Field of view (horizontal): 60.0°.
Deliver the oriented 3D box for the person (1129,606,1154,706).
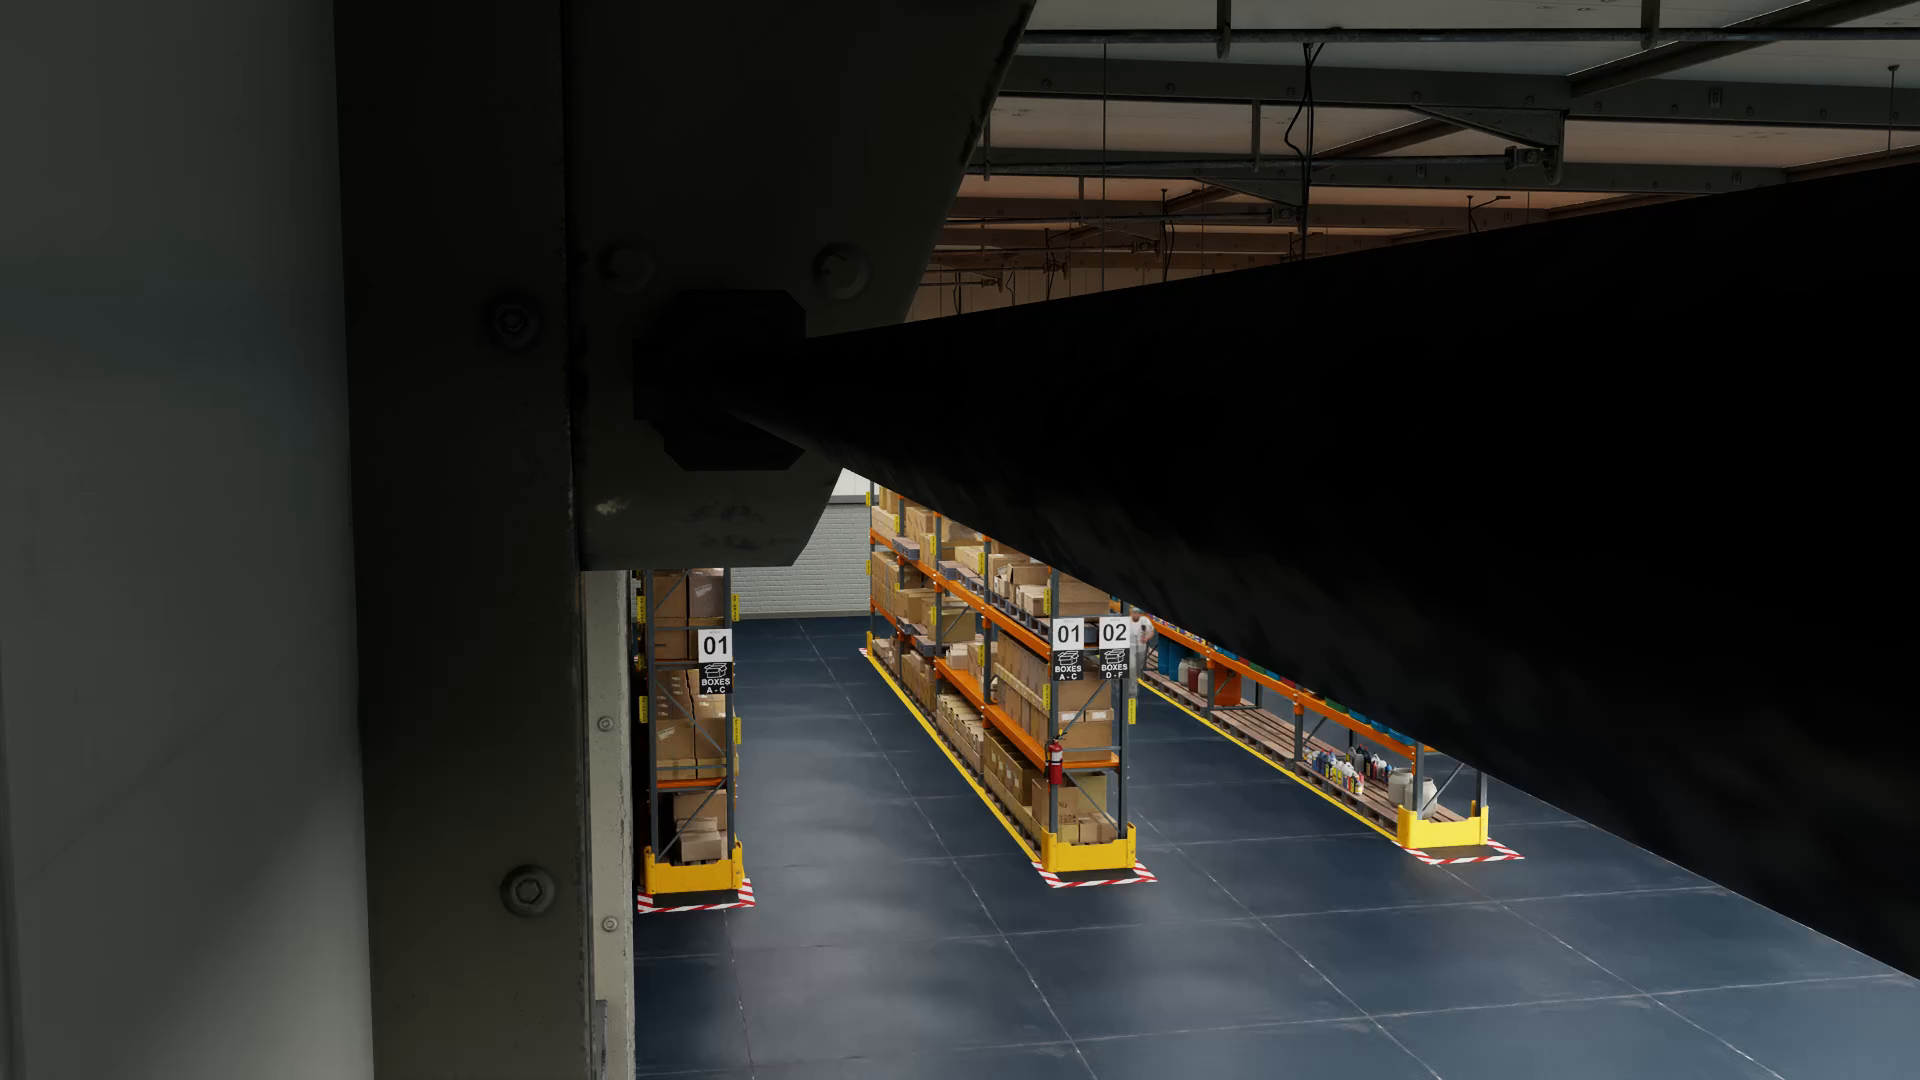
[{"bbox_3d":[3.193,2.040,30.345,0.662,1.820,0.988,-1,6,-6],"label":"person"}]
